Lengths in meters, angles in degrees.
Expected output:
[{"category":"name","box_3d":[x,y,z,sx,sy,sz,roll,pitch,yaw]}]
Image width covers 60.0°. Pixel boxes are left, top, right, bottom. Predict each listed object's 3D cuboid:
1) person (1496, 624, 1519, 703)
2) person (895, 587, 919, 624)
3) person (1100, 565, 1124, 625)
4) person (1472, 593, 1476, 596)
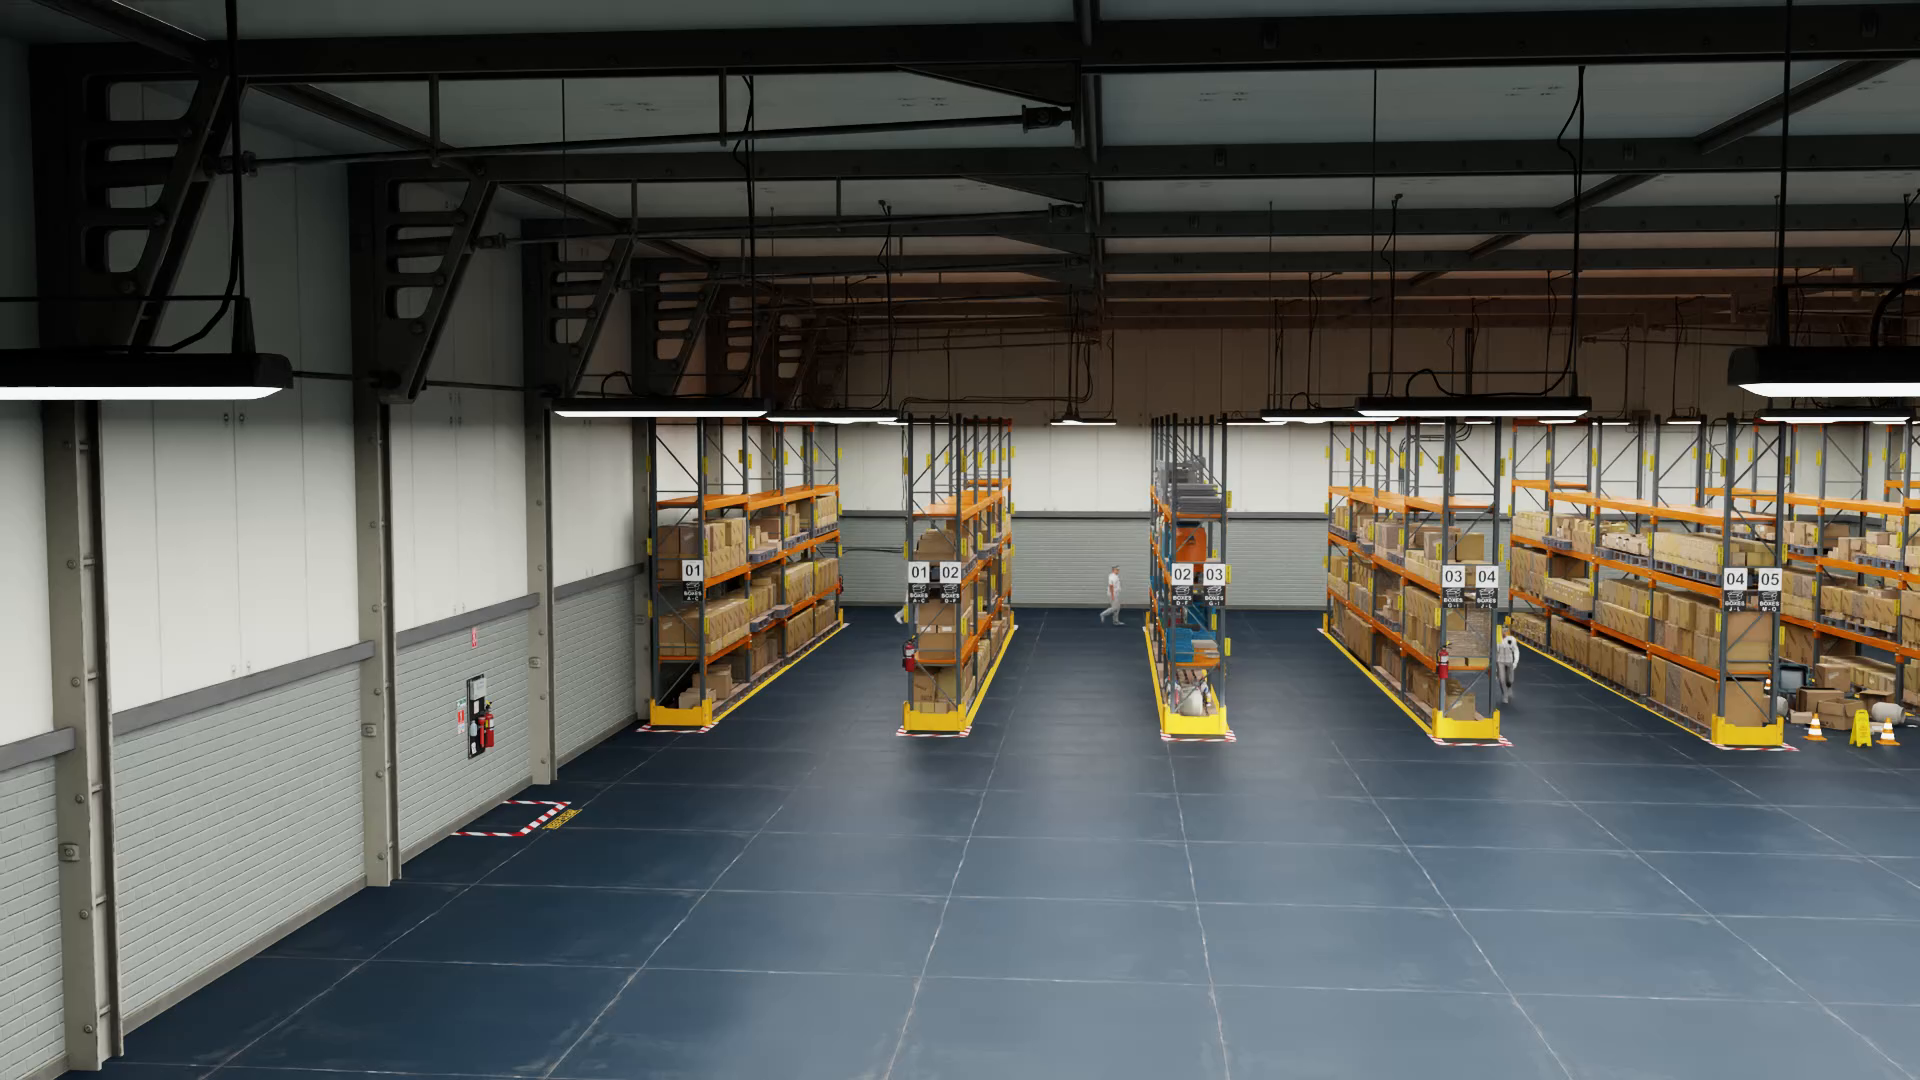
[{"category":"person","box_3d":[11.427,2.562,34.857,0.548,1.648,0.588,1,4,19]},{"category":"person","box_3d":[-1.439,1.579,48.368,0.920,1.755,0.617,0,4,3]},{"category":"person","box_3d":[4.414,1.597,48.212,0.658,1.740,0.586,1,4,17]},{"category":"person","box_3d":[13.396,1.944,43.069,0.616,1.766,0.452,-3,5,-36]}]
